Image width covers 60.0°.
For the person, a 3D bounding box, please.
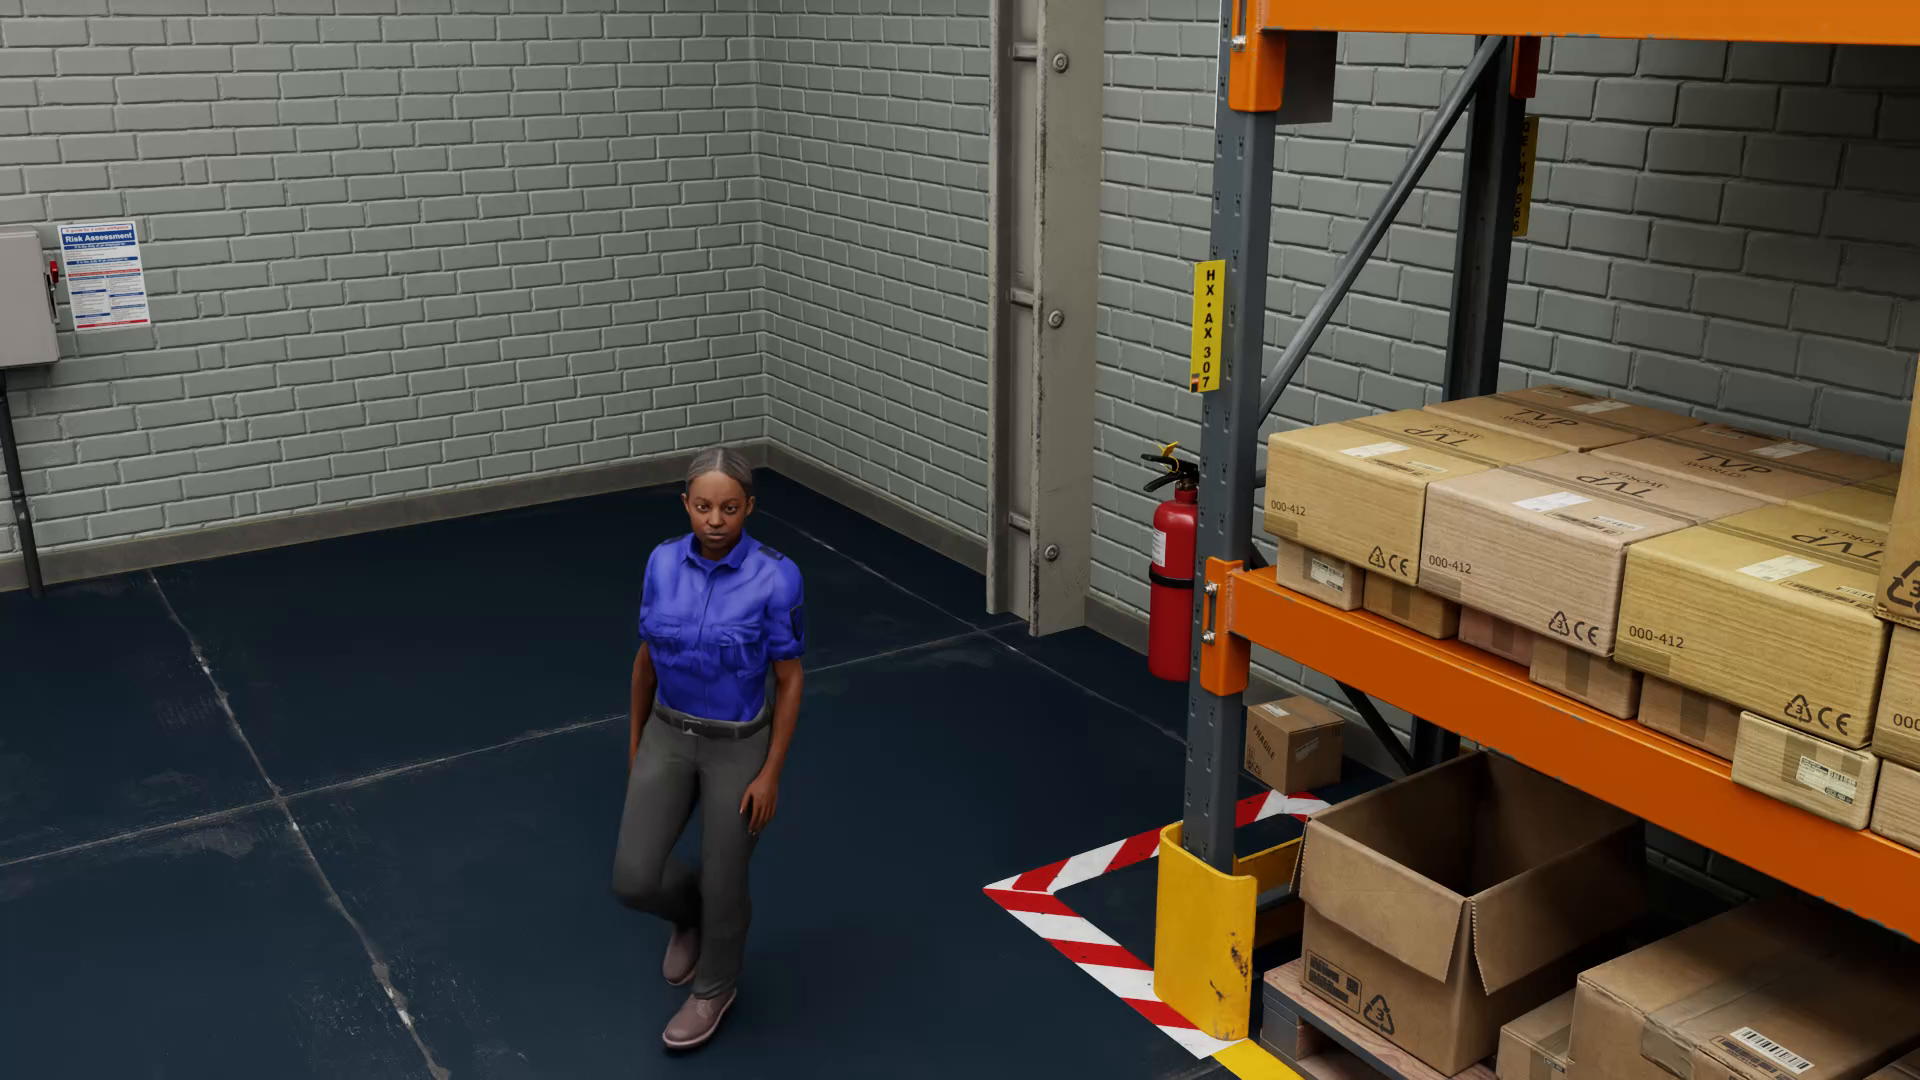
[{"bbox_3d":[-0.630,0.544,4.339,0.502,1.649,0.477,4,19,13],"label":"person"}]
